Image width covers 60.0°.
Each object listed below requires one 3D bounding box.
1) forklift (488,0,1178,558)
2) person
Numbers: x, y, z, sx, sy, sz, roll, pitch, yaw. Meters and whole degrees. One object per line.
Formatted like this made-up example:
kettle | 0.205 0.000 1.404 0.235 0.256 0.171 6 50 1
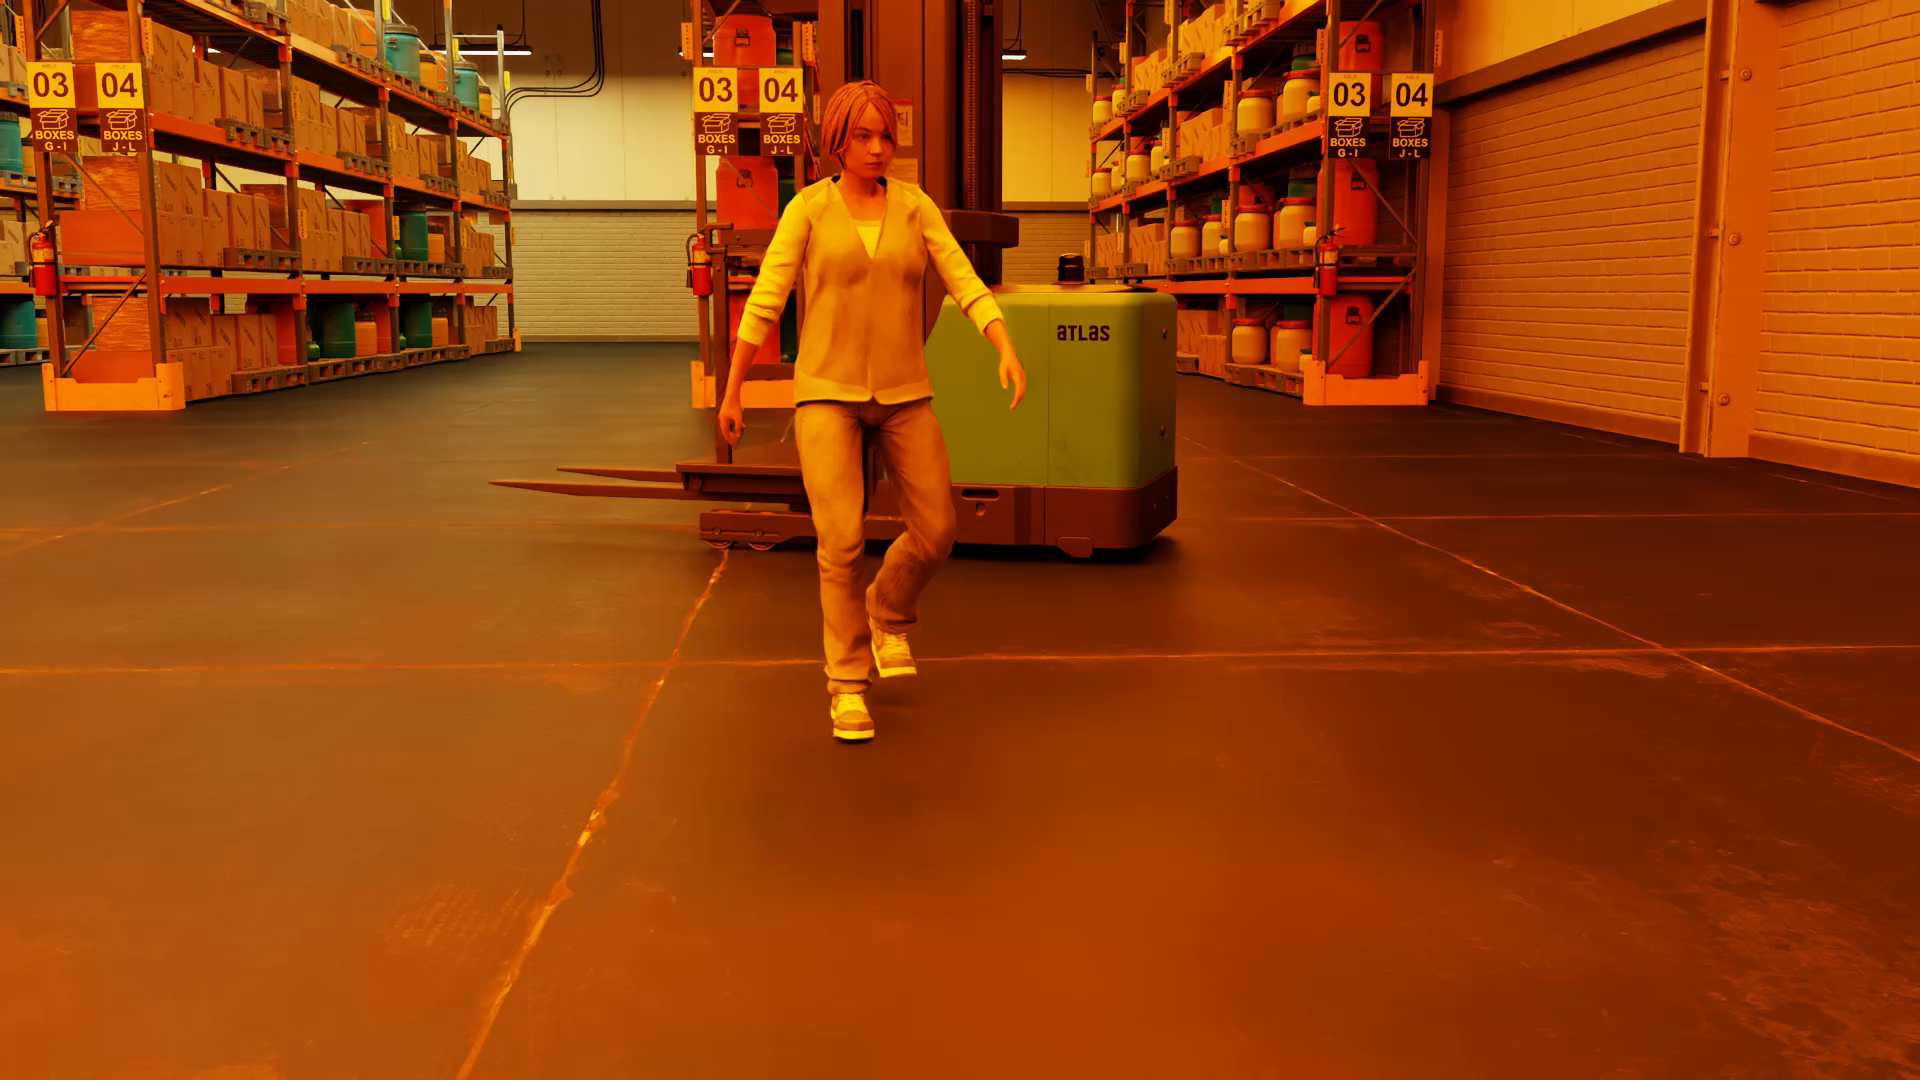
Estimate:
forklift | -0.602 -1.476 7.271 3.031 2.935 1.130 2 9 16
person | -0.241 -0.323 4.145 0.687 1.579 0.587 -3 9 -17
